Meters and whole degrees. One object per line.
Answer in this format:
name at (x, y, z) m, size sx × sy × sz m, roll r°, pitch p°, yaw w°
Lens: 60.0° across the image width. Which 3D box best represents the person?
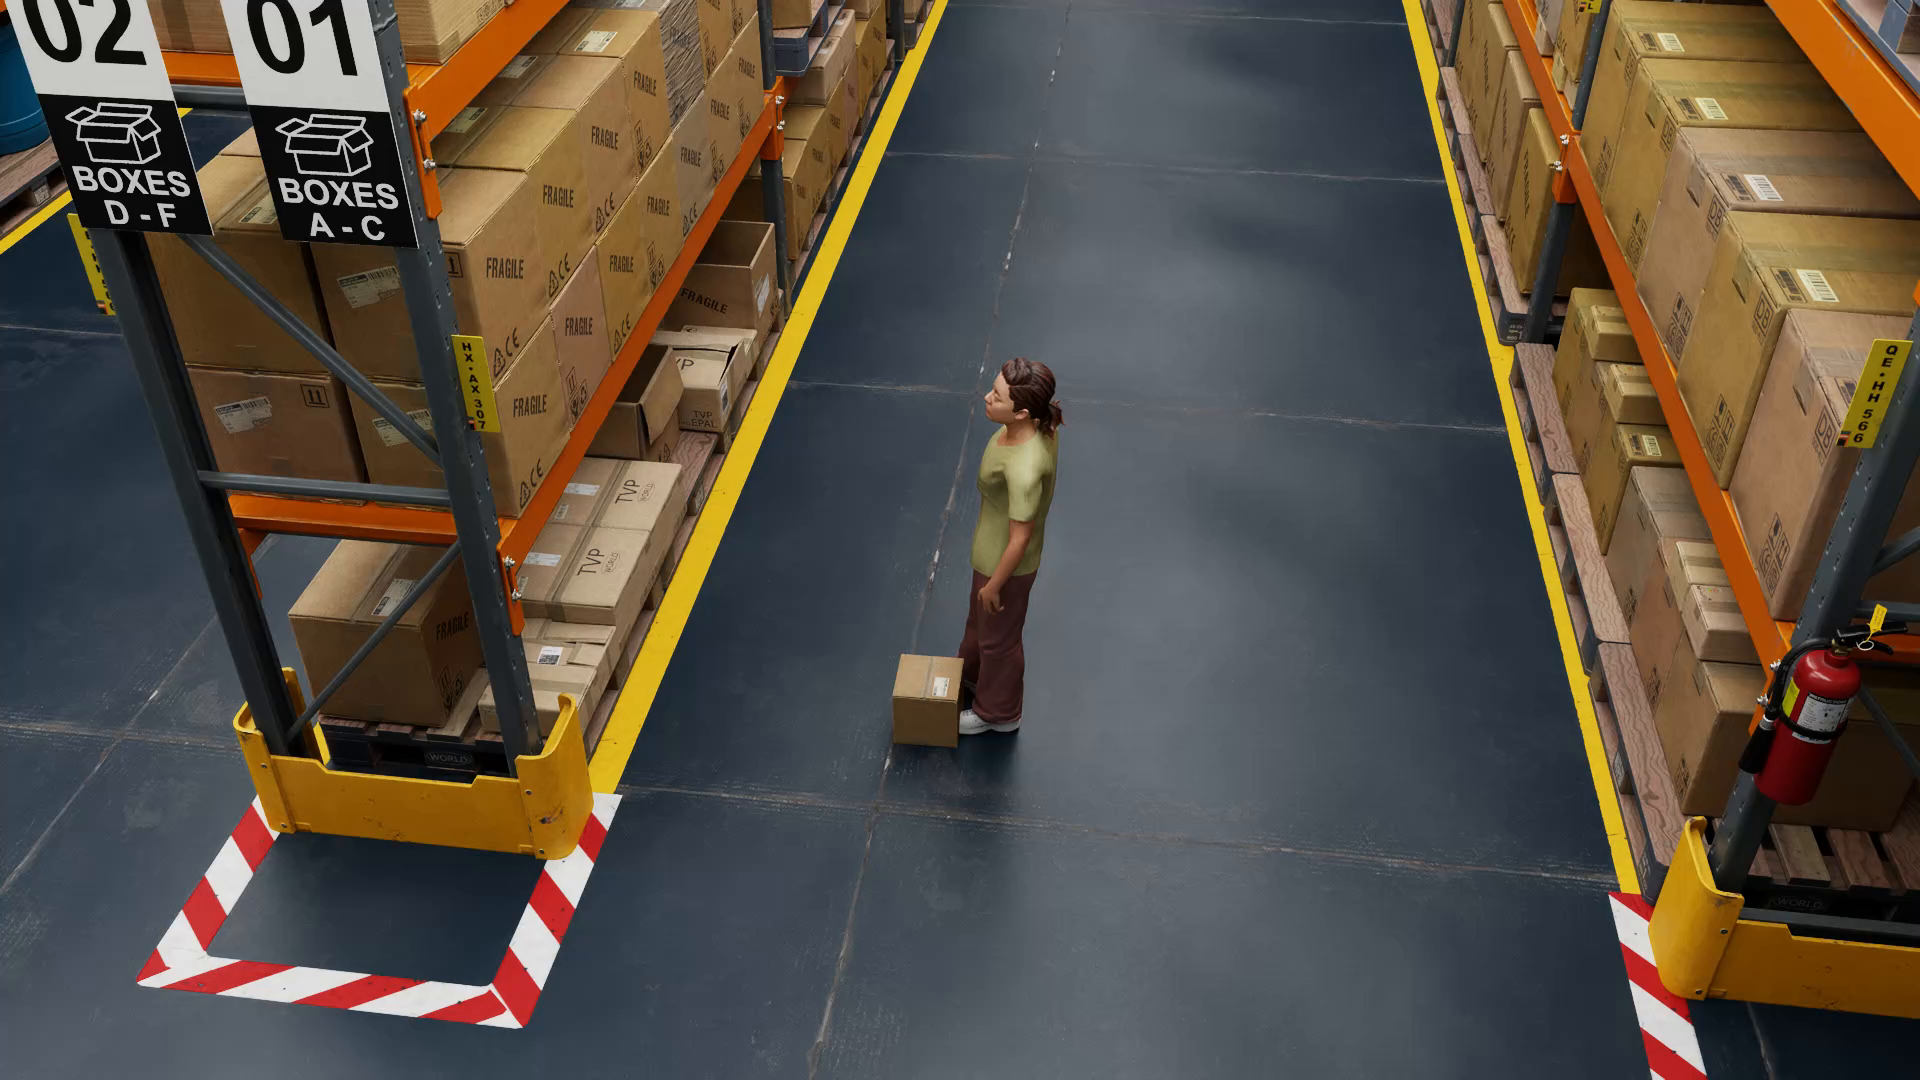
person at (0.098, 0.045, 6.072) m, size 0.549 × 1.676 × 0.554 m, roll 4°, pitch 36°, yaw 6°
